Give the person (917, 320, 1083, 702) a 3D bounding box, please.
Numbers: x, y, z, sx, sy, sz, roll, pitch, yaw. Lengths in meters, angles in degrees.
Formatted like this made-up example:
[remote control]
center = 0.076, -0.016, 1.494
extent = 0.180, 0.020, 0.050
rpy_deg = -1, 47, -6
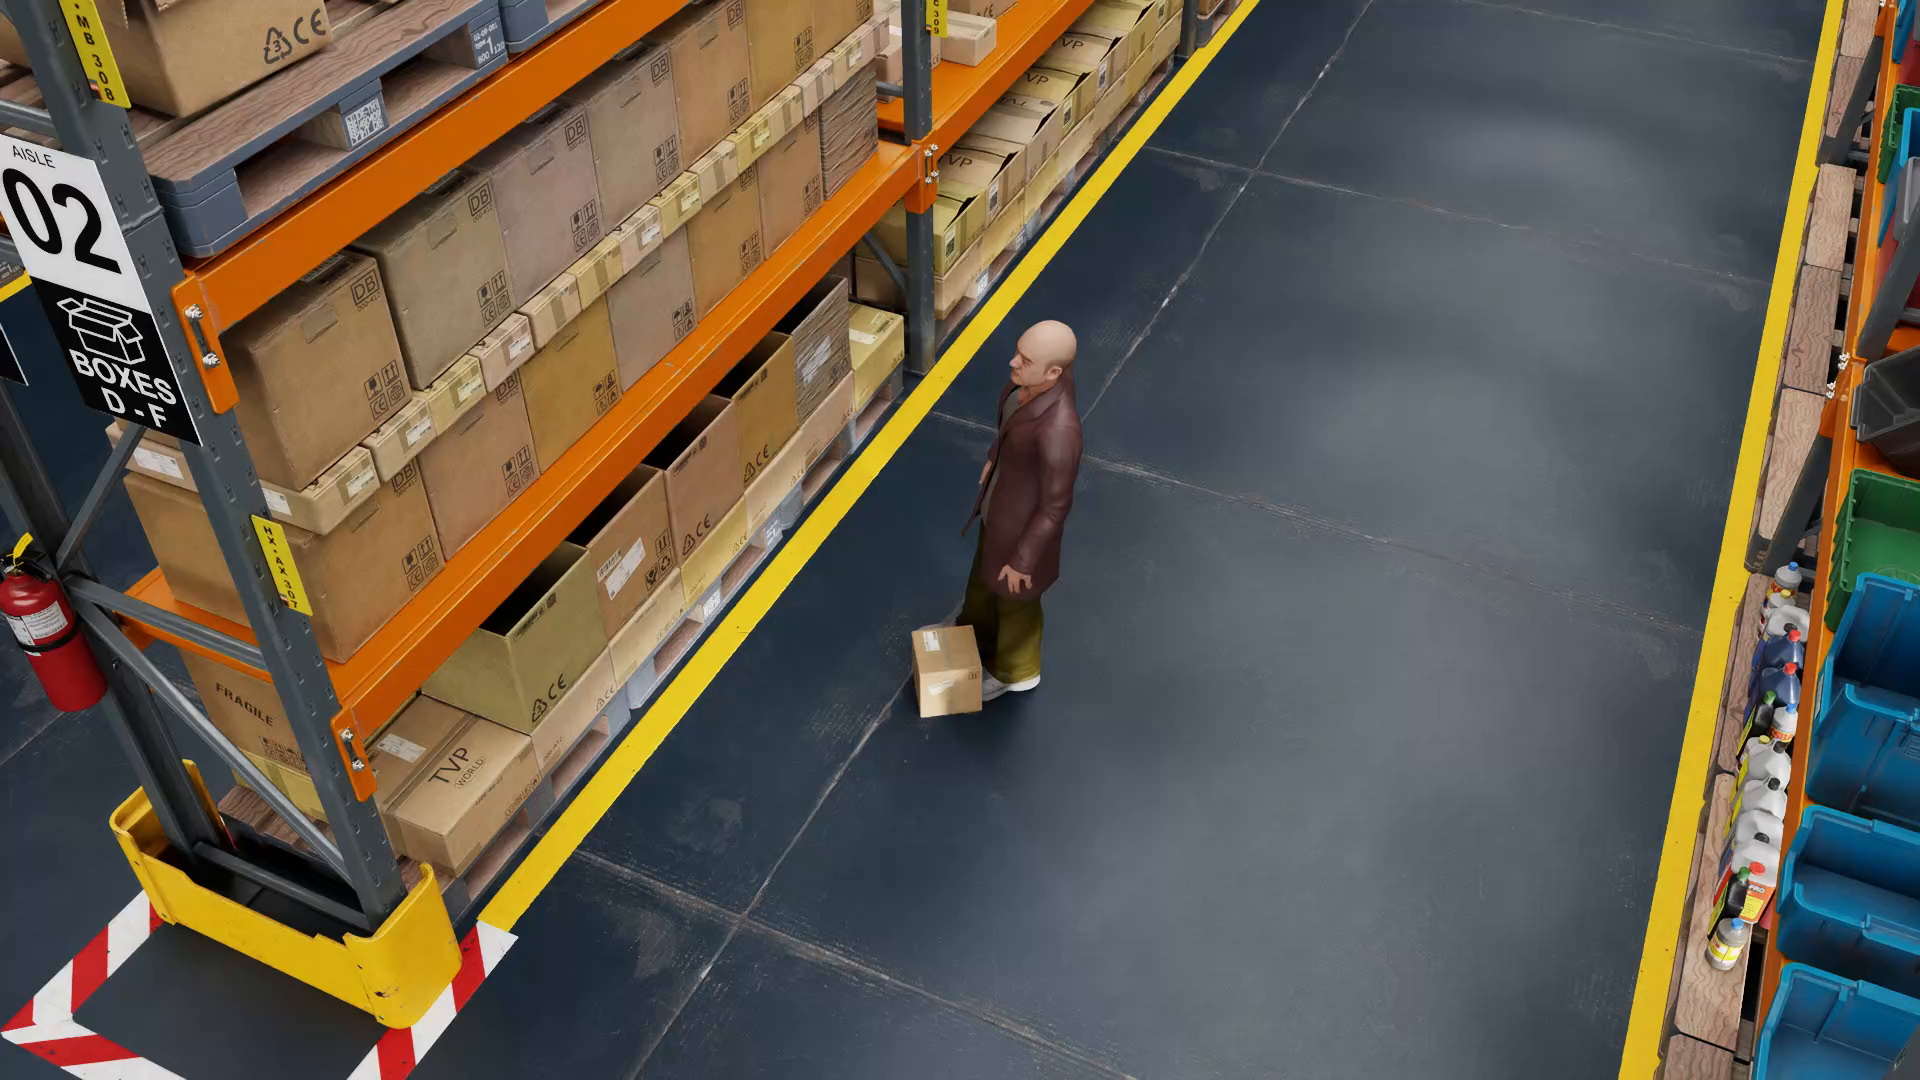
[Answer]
[person]
center = 0.135, -0.079, 6.246
extent = 0.579, 1.778, 0.698
rpy_deg = -4, 42, -5
